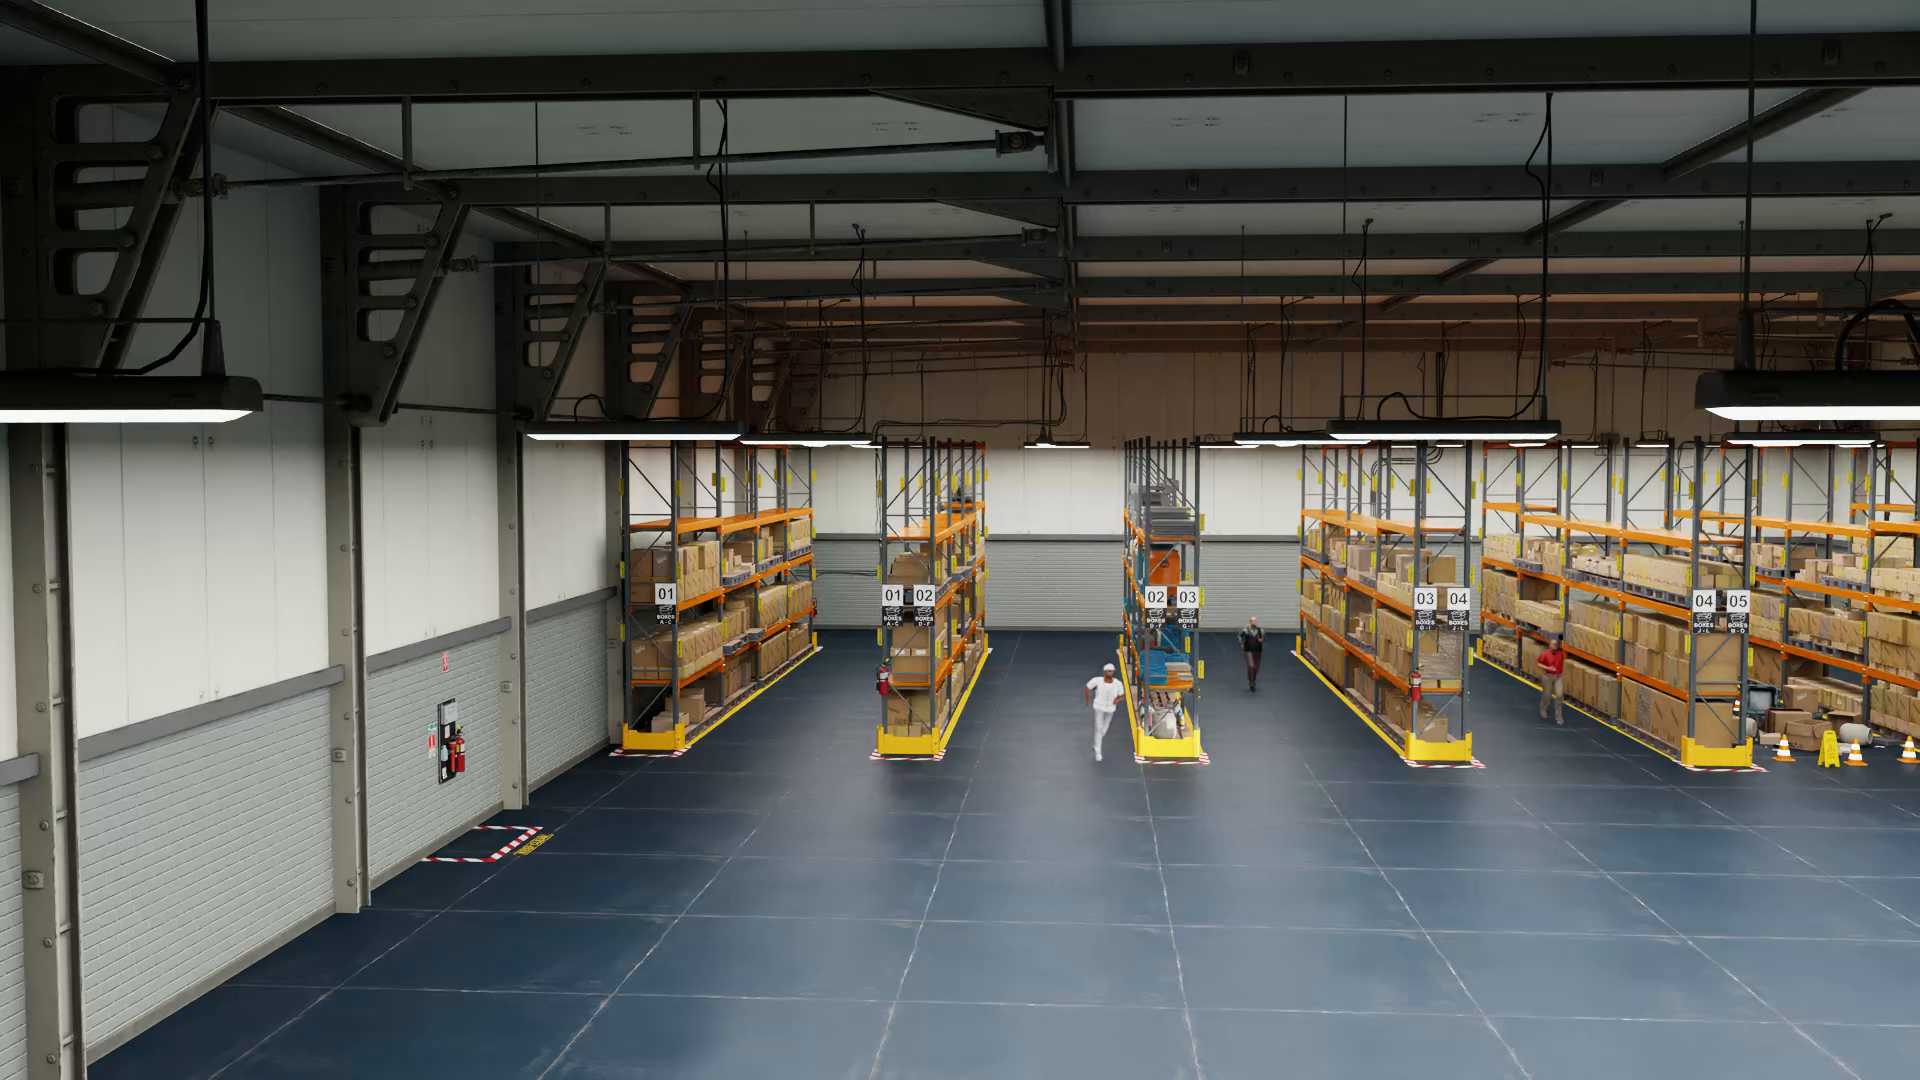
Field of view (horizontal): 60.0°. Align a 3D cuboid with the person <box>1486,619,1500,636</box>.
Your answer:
[{"bbox_3d":[15.335,2.323,47.587,0.626,1.718,0.726,1,3,17],"label":"person"}]

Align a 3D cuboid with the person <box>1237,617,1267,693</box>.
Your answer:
[{"bbox_3d":[7.015,2.717,39.804,0.638,1.753,0.877,0,3,-8],"label":"person"}]

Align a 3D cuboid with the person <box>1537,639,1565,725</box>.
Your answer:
[{"bbox_3d":[12.523,2.984,35.225,0.647,1.770,0.863,0,3,0],"label":"person"}]

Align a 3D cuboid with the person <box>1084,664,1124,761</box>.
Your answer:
[{"bbox_3d":[2.713,3.181,31.129,0.734,1.746,0.948,-1,3,-10],"label":"person"}]
